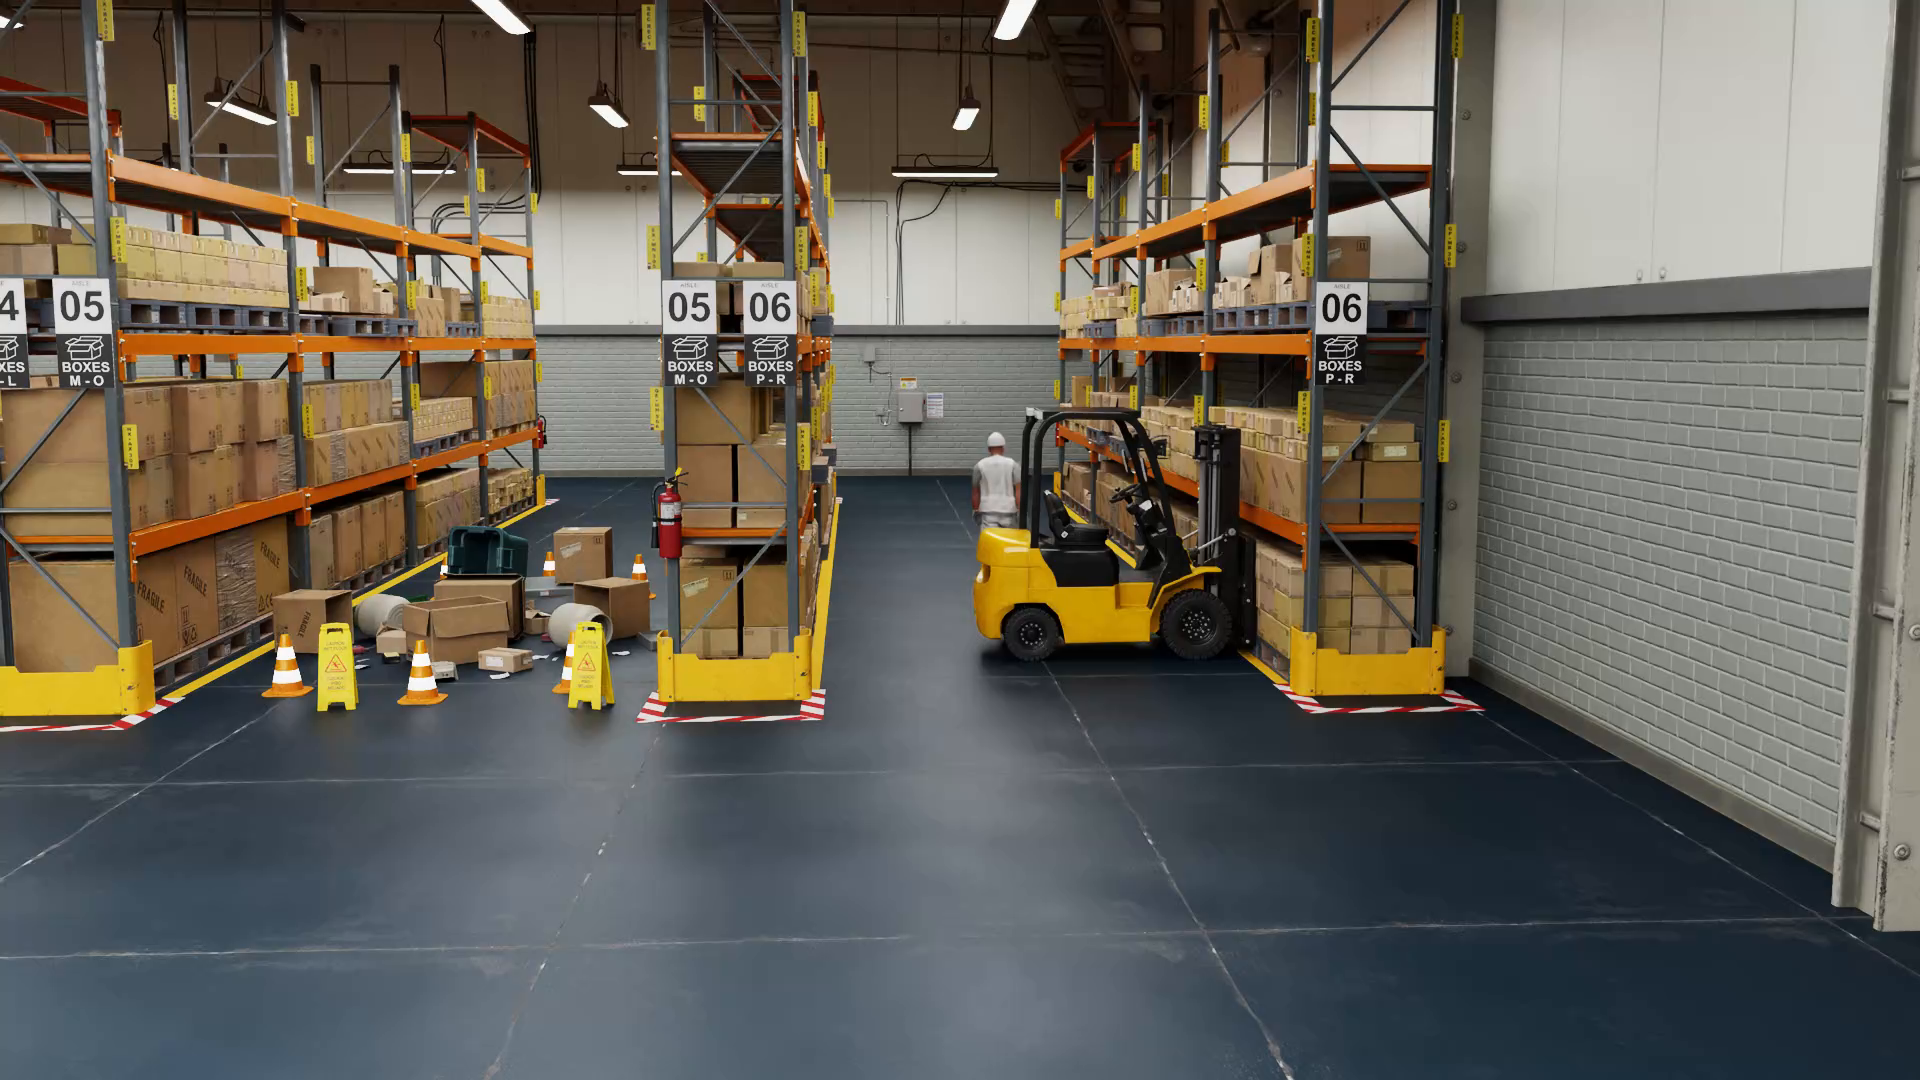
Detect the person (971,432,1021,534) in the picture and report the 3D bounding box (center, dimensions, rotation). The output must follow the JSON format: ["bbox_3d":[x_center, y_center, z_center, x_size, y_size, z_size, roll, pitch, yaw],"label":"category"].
[{"bbox_3d":[0.404,-0.269,17.923,0.563,1.777,0.933,0,7,-2],"label":"person"}]
